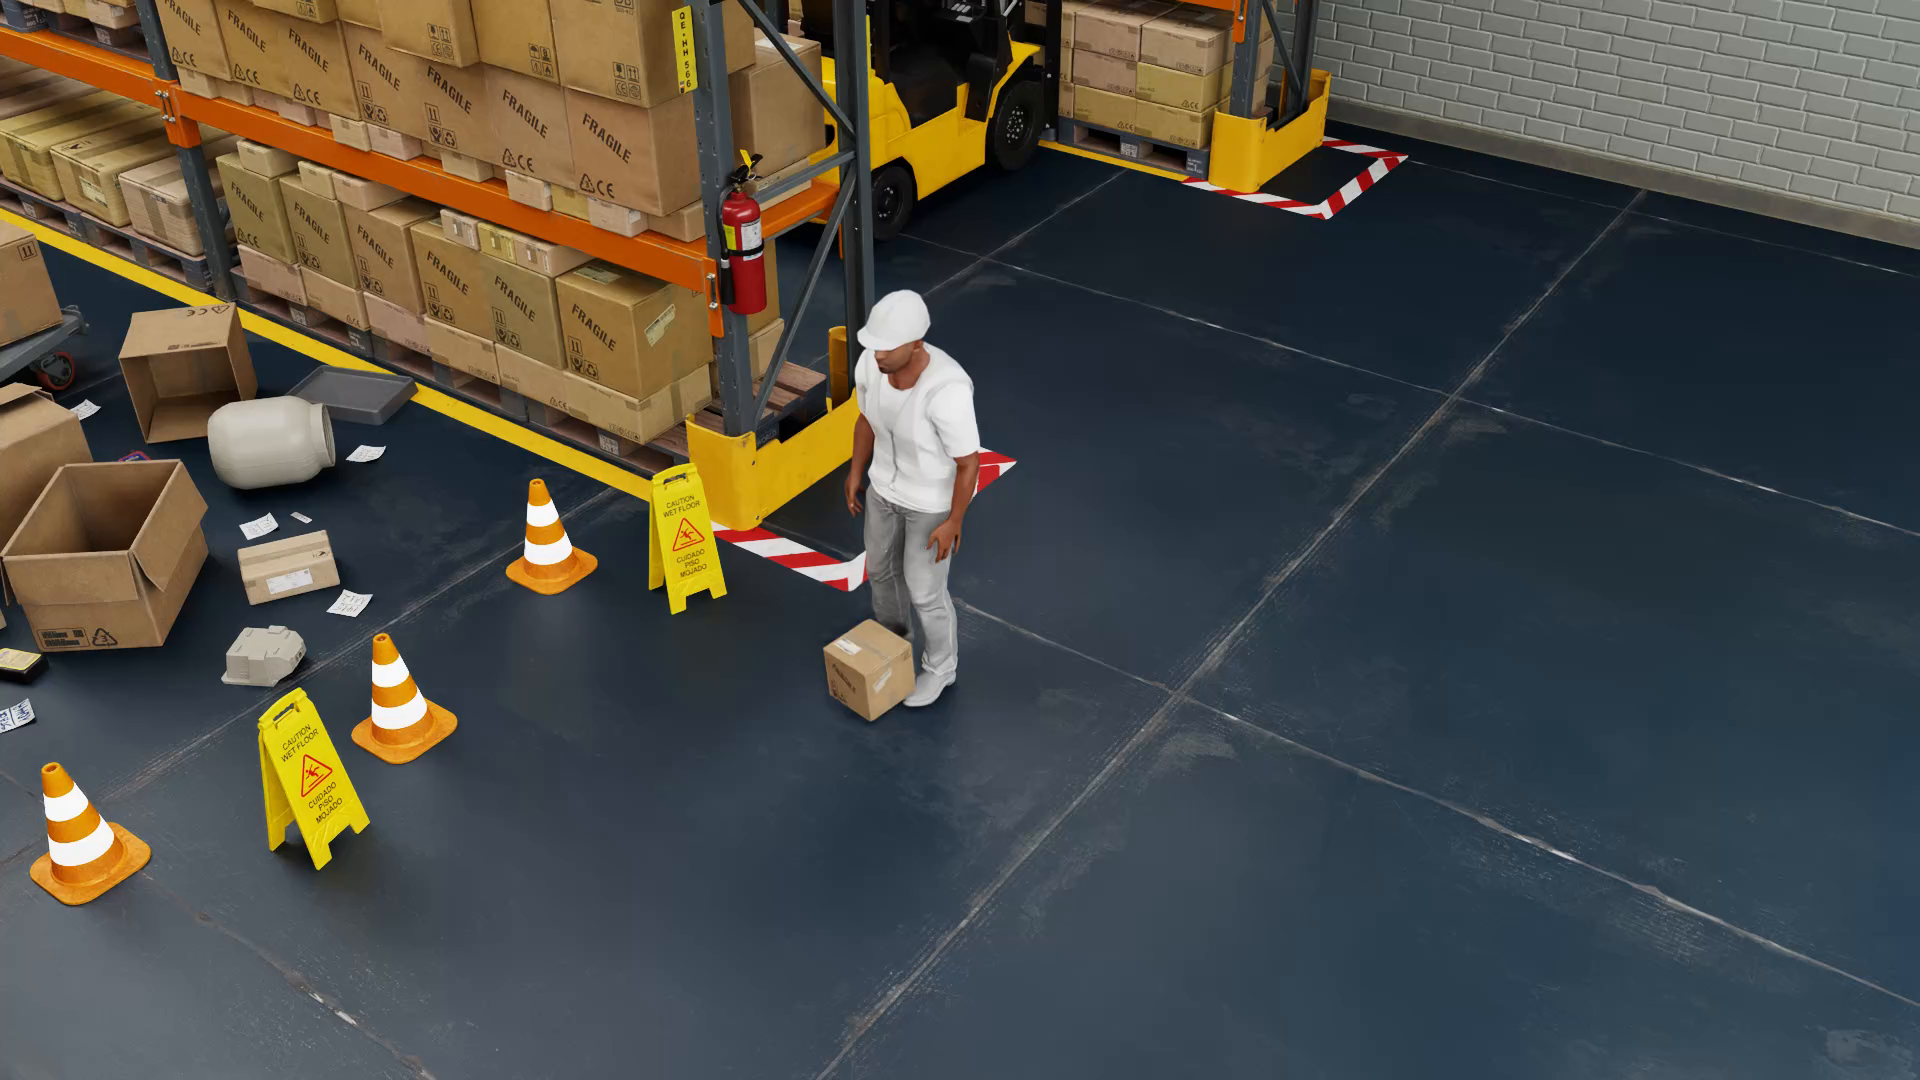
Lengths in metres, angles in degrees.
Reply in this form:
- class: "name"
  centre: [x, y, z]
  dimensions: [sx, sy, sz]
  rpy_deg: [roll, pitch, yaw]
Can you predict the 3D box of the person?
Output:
- class: "person"
  centre: [-0.192, -0.170, 6.374]
  dimensions: [0.607, 1.762, 0.449]
  rpy_deg: [29, 44, 35]
